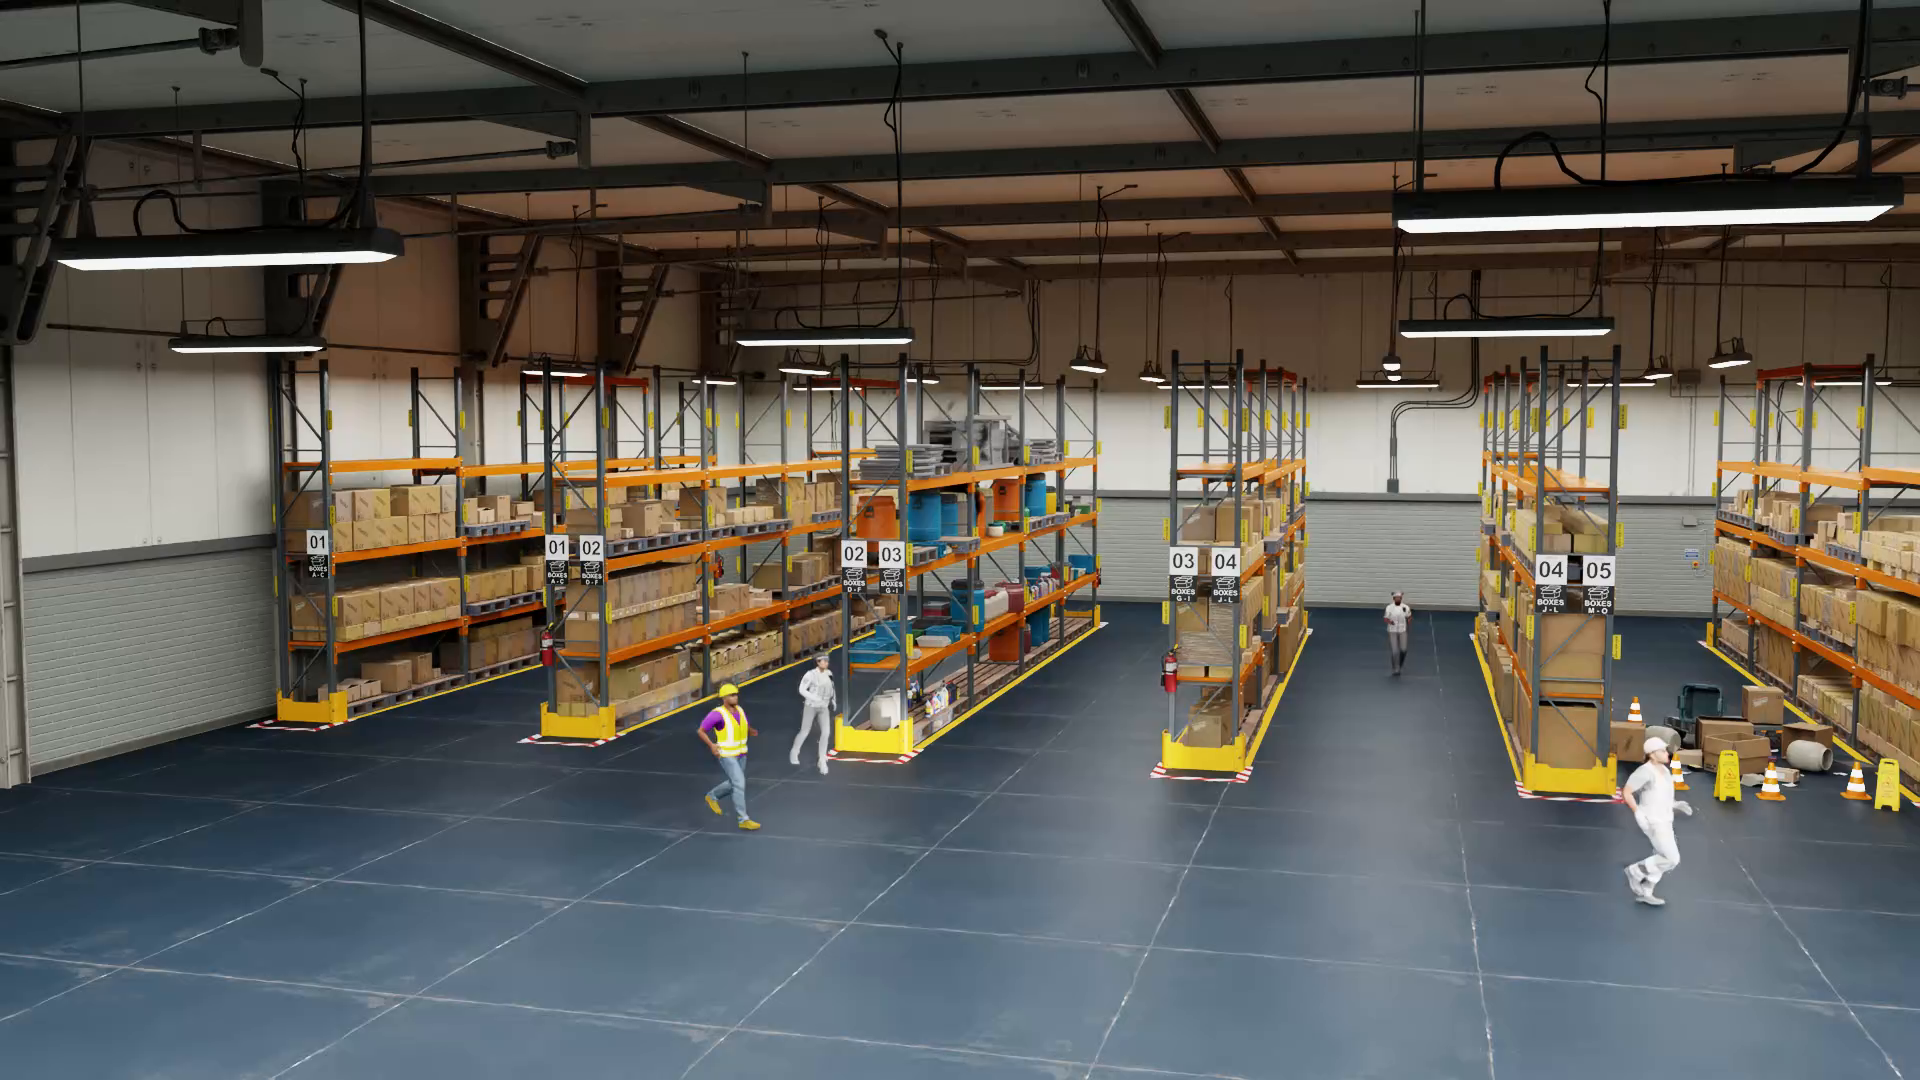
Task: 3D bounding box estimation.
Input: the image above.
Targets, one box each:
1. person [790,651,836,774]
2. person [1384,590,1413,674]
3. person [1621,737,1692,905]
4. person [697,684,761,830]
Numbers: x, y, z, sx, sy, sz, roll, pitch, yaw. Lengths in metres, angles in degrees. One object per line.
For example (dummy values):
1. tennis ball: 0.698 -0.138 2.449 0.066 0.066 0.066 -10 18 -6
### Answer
1. person: -2.024 2.443 23.894 0.678 1.707 0.810 -3 5 -33
2. person: 8.604 1.817 32.628 0.562 1.672 0.586 1 4 11
3. person: 7.192 2.901 17.105 0.656 1.739 0.587 -4 6 -43
4. person: -2.822 2.641 20.467 0.963 1.747 0.710 3 5 32
